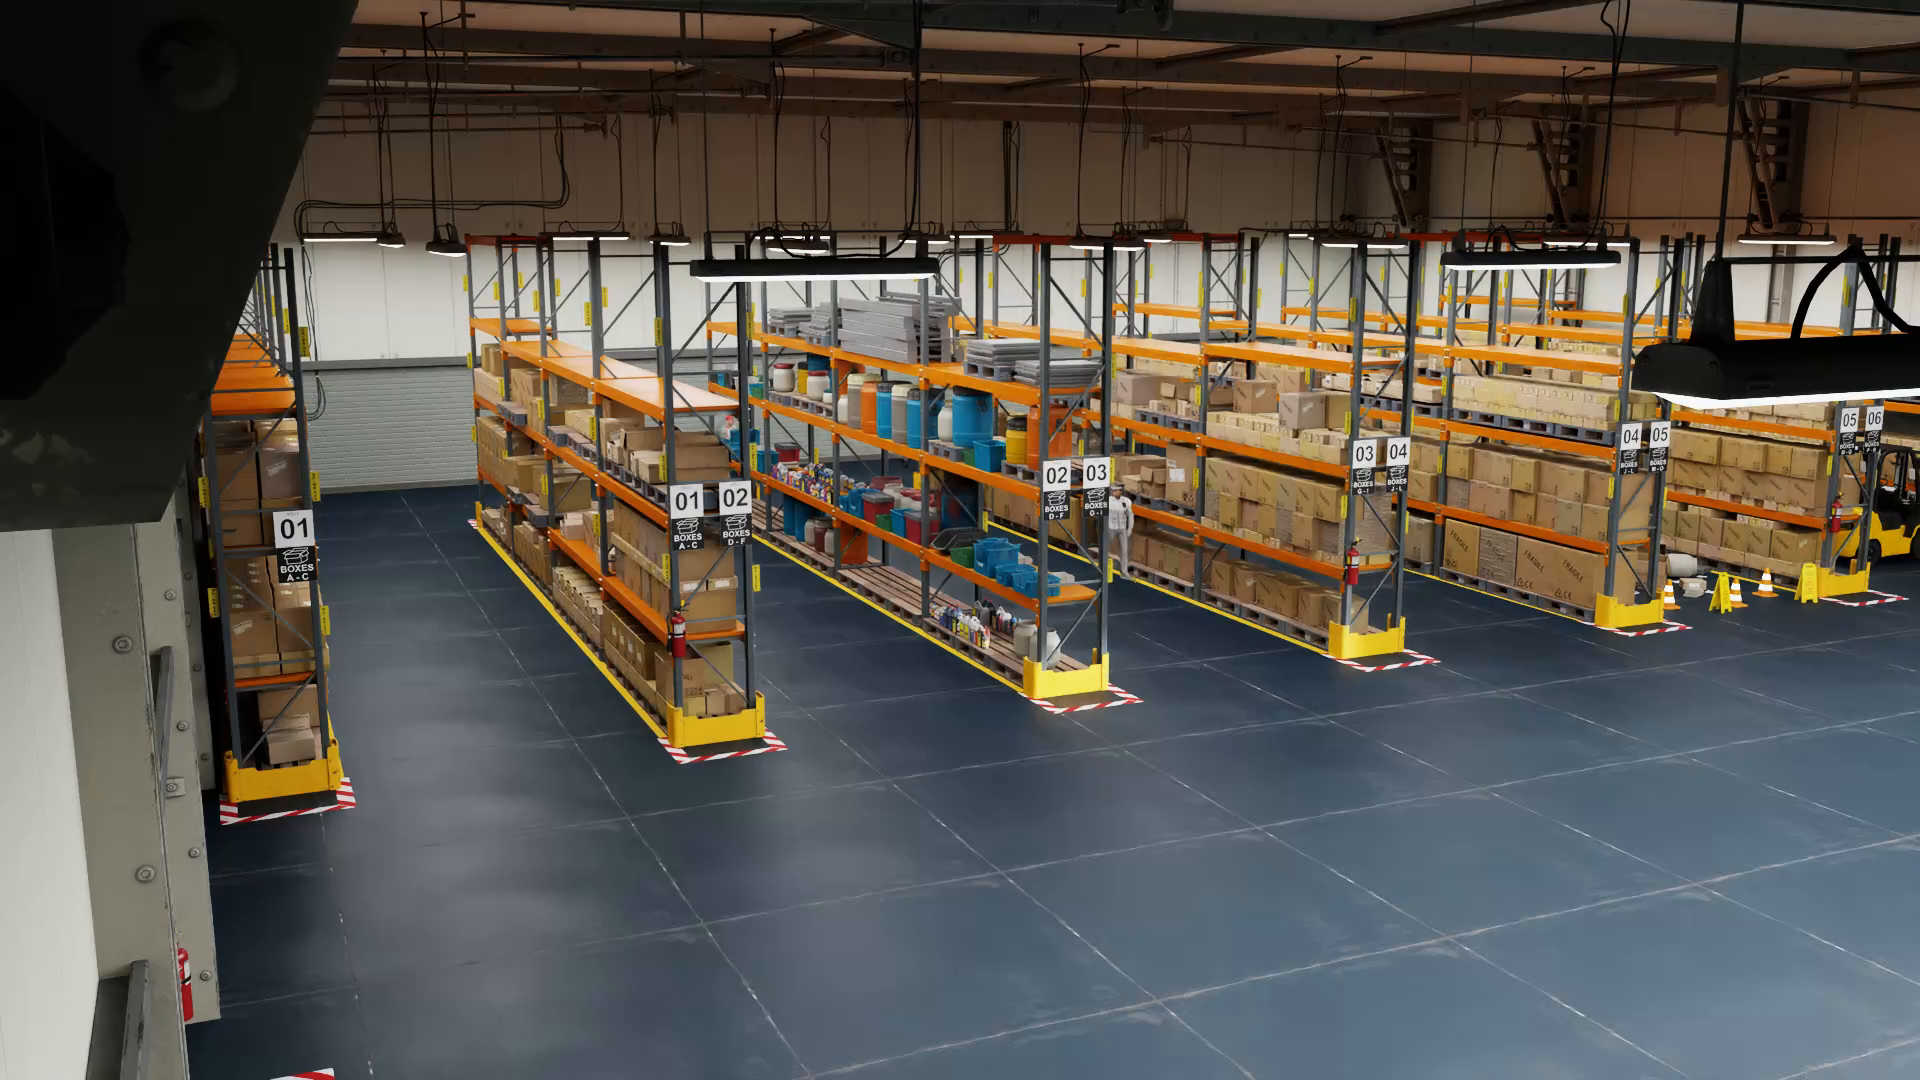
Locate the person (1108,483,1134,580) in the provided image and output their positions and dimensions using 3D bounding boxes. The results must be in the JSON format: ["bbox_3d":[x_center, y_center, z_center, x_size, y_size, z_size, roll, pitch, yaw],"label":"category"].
[{"bbox_3d":[2.678,-0.178,28.202,0.574,1.630,0.926,-4,12,-19],"label":"person"}]

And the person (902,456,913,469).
[{"bbox_3d":[-1.069,-2.597,41.976,0.743,1.698,0.530,3,11,13],"label":"person"}]

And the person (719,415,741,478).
[{"bbox_3d":[-5.389,-2.114,39.416,1.037,1.744,0.674,7,13,31],"label":"person"}]
